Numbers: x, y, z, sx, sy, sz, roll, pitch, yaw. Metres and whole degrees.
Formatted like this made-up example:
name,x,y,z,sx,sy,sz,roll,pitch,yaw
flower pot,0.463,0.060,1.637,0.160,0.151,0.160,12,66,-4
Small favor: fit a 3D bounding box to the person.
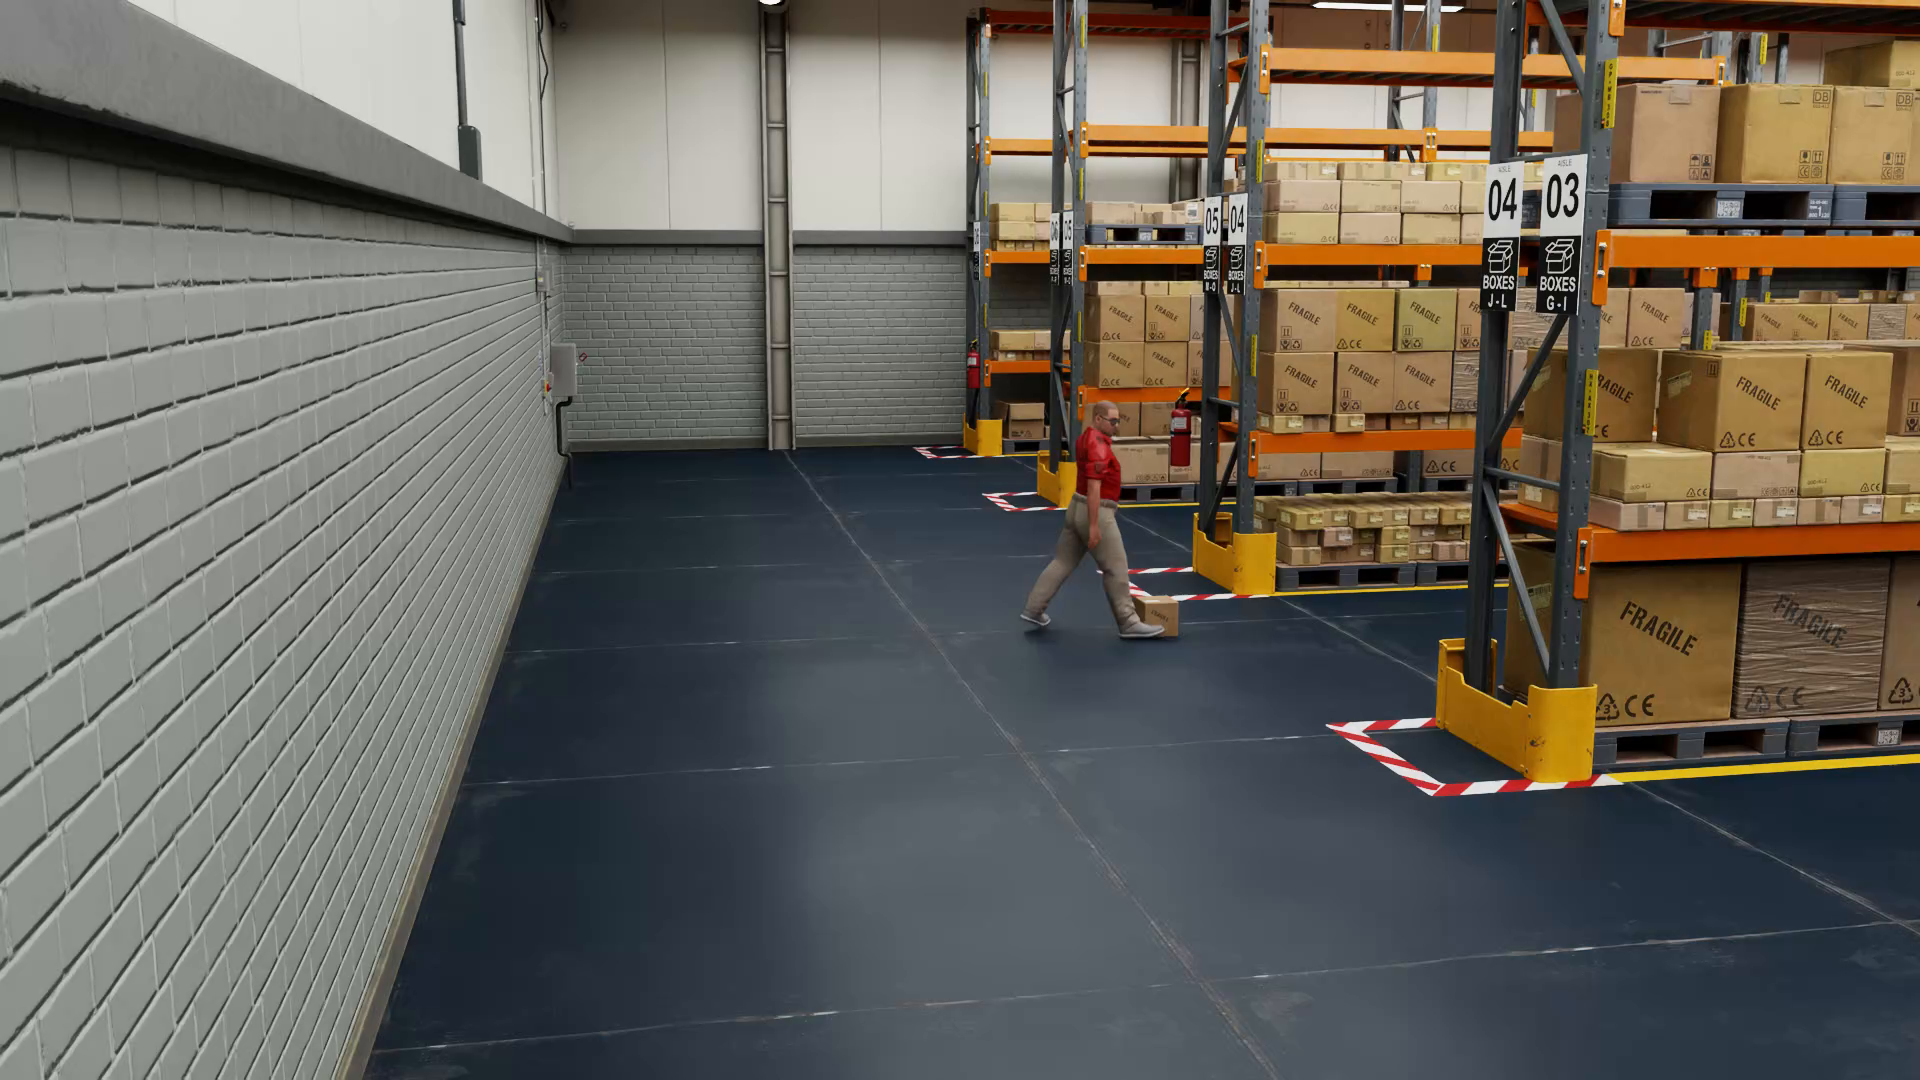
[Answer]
name,x,y,z,sx,sy,sz,roll,pitch,yaw
person,0.938,-0.163,11.917,0.949,1.691,0.658,-3,10,-15
